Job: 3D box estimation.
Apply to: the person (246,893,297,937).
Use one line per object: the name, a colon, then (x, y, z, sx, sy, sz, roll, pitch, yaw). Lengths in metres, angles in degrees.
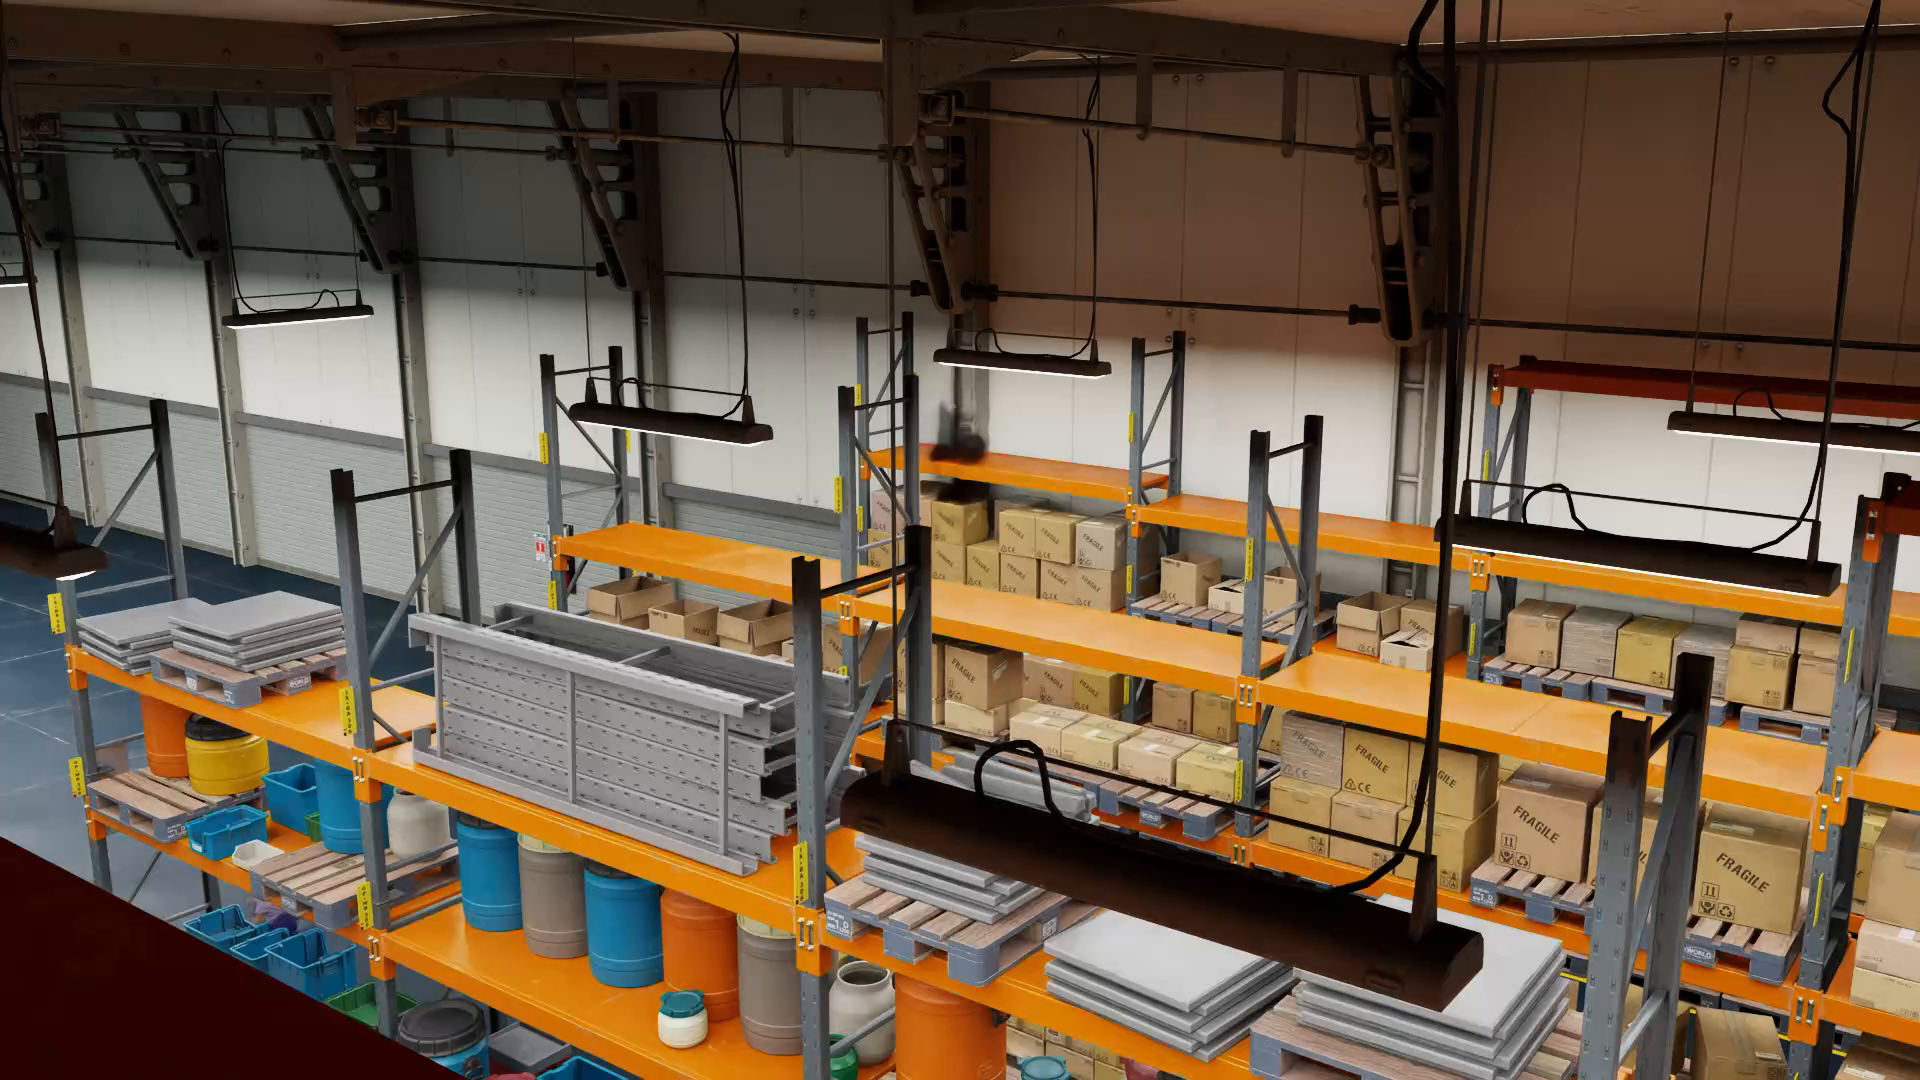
person: (-6.574, 3.717, 15.771, 0.477, 1.592, 0.675, 3, 13, 12)
